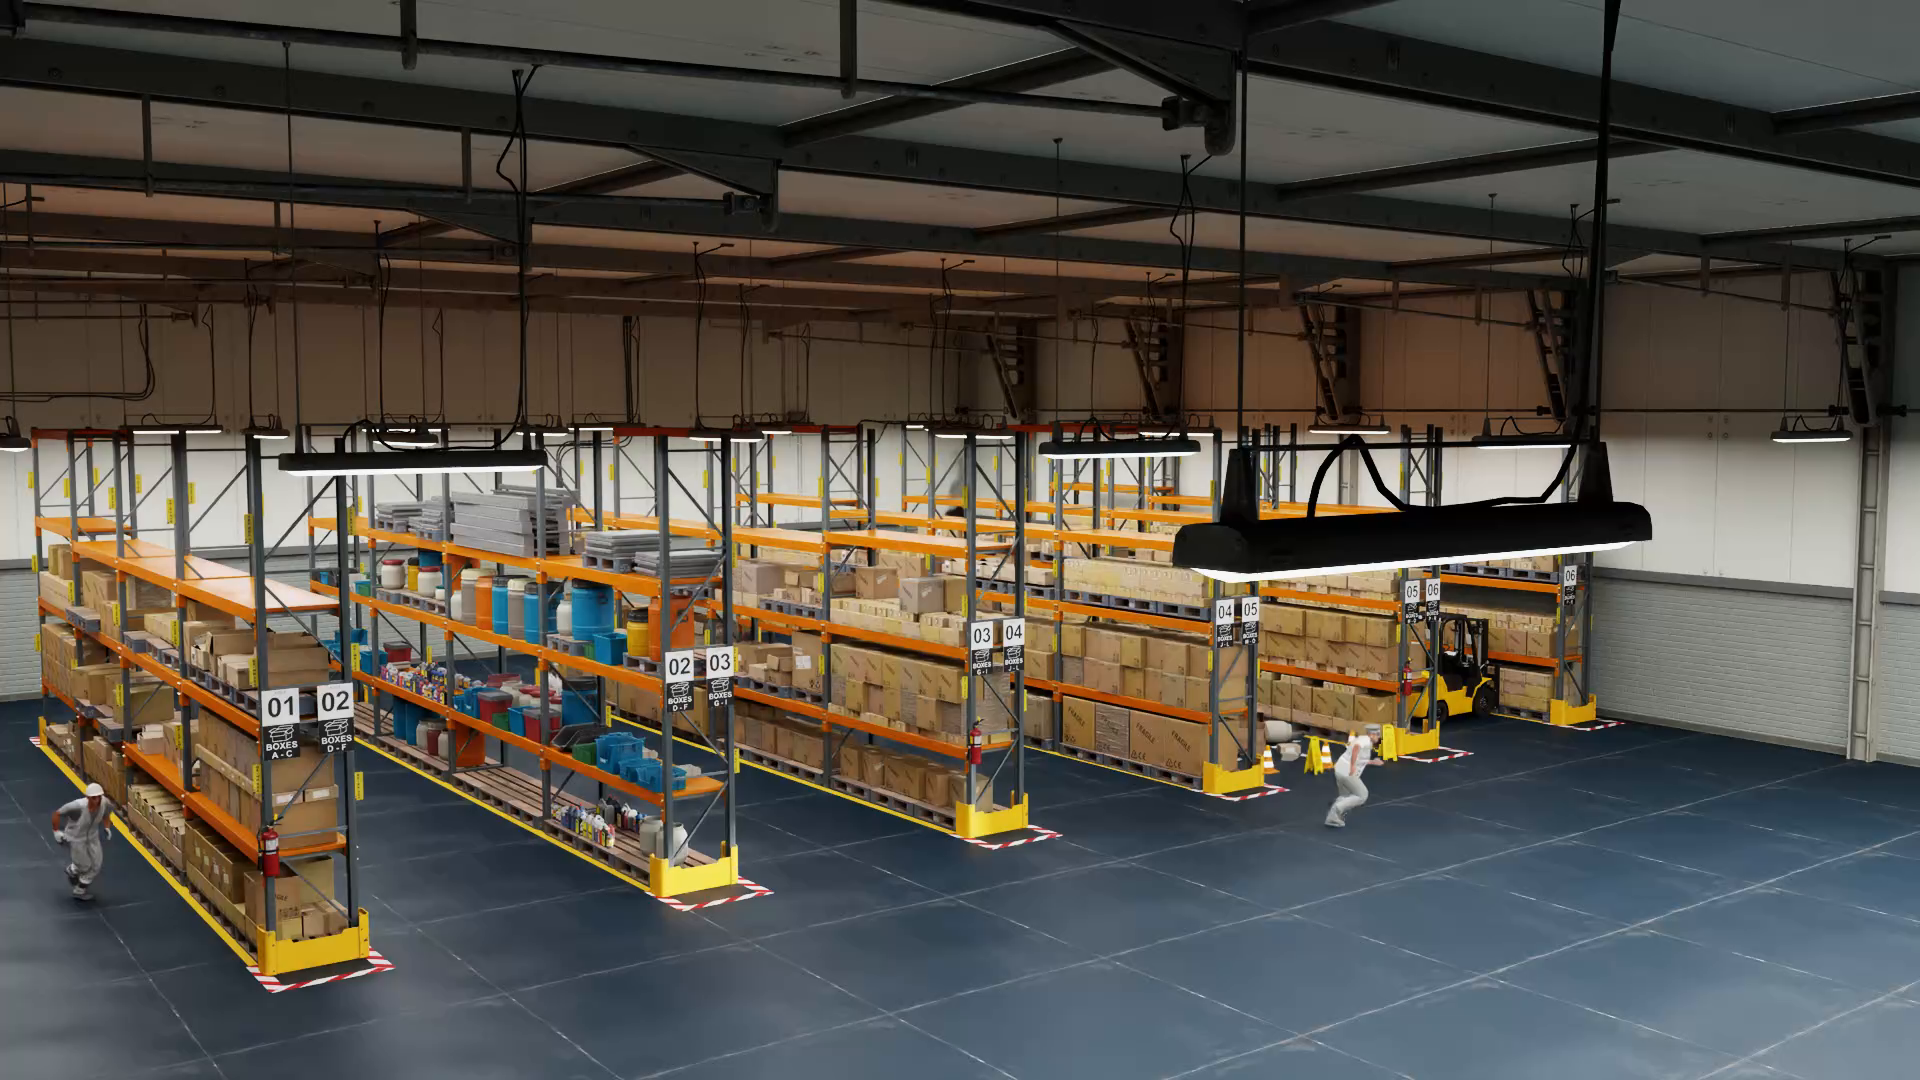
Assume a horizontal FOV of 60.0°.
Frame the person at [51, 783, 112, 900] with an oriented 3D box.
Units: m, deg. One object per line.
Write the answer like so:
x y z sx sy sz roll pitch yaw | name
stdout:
-11.264 3.873 21.343 0.899 1.583 0.685 3 5 35 | person

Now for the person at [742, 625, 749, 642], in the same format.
-5.361 2.286 41.445 0.799 1.660 0.620 -2 5 -27 | person

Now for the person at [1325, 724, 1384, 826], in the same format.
5.997 3.576 25.134 0.871 1.573 0.695 0 4 0 | person

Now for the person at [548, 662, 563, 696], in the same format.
-7.603 3.082 31.045 0.817 1.711 0.624 3 6 37 | person
